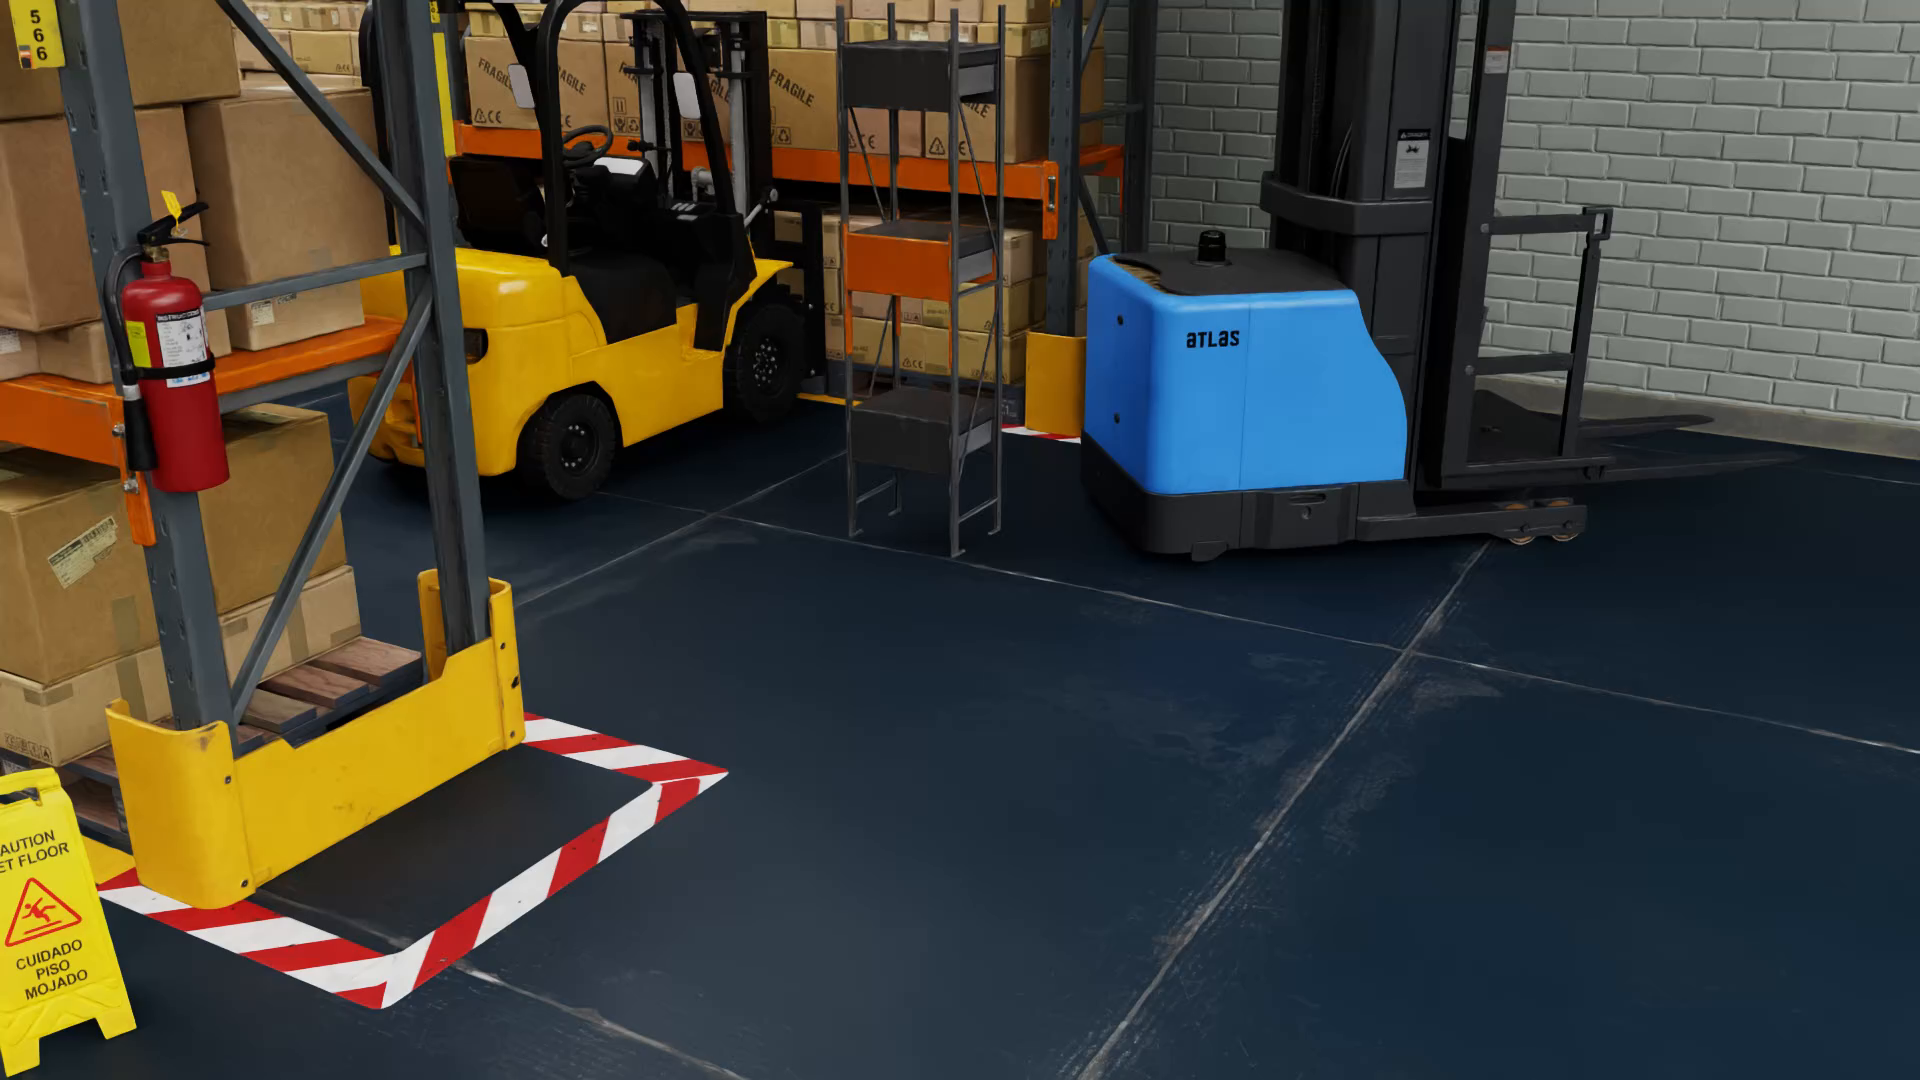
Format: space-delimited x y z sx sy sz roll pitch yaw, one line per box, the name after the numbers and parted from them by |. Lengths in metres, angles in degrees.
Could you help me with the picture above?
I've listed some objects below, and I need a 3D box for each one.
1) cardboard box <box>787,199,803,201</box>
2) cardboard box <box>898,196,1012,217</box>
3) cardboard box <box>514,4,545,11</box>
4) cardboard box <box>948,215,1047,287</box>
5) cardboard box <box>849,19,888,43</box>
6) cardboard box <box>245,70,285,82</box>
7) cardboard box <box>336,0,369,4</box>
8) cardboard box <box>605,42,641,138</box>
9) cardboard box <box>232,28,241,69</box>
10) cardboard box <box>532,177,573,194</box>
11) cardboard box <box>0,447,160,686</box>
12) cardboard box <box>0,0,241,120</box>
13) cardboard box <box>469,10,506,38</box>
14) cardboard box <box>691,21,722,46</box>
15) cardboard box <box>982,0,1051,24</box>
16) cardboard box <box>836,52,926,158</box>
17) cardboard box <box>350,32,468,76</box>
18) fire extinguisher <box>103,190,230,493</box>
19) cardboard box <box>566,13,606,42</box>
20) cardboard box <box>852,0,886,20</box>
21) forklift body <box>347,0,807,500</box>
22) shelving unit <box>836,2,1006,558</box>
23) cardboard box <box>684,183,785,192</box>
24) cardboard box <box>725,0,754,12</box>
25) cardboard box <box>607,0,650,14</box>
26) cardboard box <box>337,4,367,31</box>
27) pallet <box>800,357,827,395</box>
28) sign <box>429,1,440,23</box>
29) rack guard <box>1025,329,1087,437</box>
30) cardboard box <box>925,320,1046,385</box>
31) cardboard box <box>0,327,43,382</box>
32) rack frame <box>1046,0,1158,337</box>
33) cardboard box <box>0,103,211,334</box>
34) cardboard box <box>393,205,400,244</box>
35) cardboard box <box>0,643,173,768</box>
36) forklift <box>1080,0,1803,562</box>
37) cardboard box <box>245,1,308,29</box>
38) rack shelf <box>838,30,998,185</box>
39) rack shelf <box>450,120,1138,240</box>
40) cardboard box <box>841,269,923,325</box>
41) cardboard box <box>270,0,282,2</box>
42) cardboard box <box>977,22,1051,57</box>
-1.166 -1.733 9.194 0.500 0.250 0.500 10 22 26 | cardboard box
-0.045 -1.717 9.150 0.500 0.250 0.500 11 23 27 | cardboard box
-2.357 -3.128 9.556 0.250 0.149 0.380 11 23 28 | cardboard box
0.166 -1.482 8.503 0.500 0.250 0.500 12 23 29 | cardboard box
-0.364 -2.590 8.507 0.250 0.149 0.380 11 22 27 | cardboard box
-4.199 -2.898 10.676 0.500 0.250 0.500 11 23 28 | cardboard box
-3.838 -3.451 10.881 0.250 0.149 0.380 11 23 27 | cardboard box
-1.606 -2.519 9.264 0.500 0.500 0.500 11 22 27 | cardboard box
-4.652 -3.219 10.826 0.500 0.250 0.500 11 23 28 | cardboard box
-2.502 -1.990 9.902 0.500 0.250 0.500 10 22 26 | cardboard box
-2.524 0.042 4.668 0.500 0.500 0.500 11 23 28 | cardboard box
-2.249 -1.322 4.062 0.500 0.500 0.700 10 22 26 | cardboard box
-2.622 -3.010 9.665 0.250 0.149 0.380 10 22 26 | cardboard box
-1.281 -2.747 8.940 0.250 0.149 0.380 10 22 26 | cardboard box
0.305 -2.612 8.134 0.250 0.149 0.380 11 23 27 | cardboard box
-0.286 -2.264 8.560 0.500 0.500 0.500 12 23 29 | cardboard box
-3.325 -2.959 10.111 0.500 0.250 0.500 10 22 26 | cardboard box
-1.822 -0.453 3.828 0.183 0.674 0.296 11 23 27 | fire extinguisher
-1.974 -2.869 9.277 0.250 0.149 0.380 11 23 28 | cardboard box
-0.348 -2.743 8.494 0.250 0.149 0.380 11 23 28 | cardboard box
-1.825 -1.497 7.838 1.214 2.155 2.313 11 23 27 | forklift body
-0.145 -1.015 6.583 0.503 2.100 0.431 11 23 27 | shelving unit
-1.363 -1.972 9.852 0.500 0.250 0.500 11 23 28 | cardboard box
-1.037 -2.866 8.832 0.250 0.149 0.380 11 23 28 | cardboard box
-1.724 -2.975 9.132 0.250 0.149 0.380 10 22 26 | cardboard box
-3.600 -3.226 10.260 0.250 0.149 0.380 11 23 27 | cardboard box
-1.029 -1.131 9.673 1.213 0.211 1.003 11 23 27 | pallet
-3.028 -3.133 9.521 0.005 0.325 0.100 11 23 27 | sign
0.741 -0.945 8.736 0.348 0.500 1.175 11 23 27 | rack guard
0.156 -1.013 8.675 0.500 0.250 0.500 11 23 28 | cardboard box
-2.403 -0.535 4.310 0.250 0.149 0.380 10 22 27 | cardboard box
0.721 -2.124 8.321 0.127 3.000 1.000 11 23 27 | rack frame
-2.305 -0.841 4.201 0.500 0.500 0.500 10 22 26 | cardboard box
-3.233 -1.954 10.718 0.625 0.625 0.875 12 23 30 | cardboard box
-2.555 0.391 4.804 0.500 0.250 0.500 11 23 27 | cardboard box
2.102 -1.531 6.786 3.031 2.935 1.130 -4 20 -11 | forklift
-4.308 -3.335 10.563 0.250 0.149 0.380 11 23 28 | cardboard box
-0.145 -1.660 6.349 0.480 0.518 0.431 11 23 27 | rack shelf
-1.026 -2.118 9.361 4.000 0.370 1.077 11 23 27 | rack shelf
-0.289 -1.338 8.839 0.500 0.250 0.500 11 22 27 | cardboard box
-4.531 -3.563 11.190 0.250 0.149 0.380 12 23 29 | cardboard box
0.281 -2.450 8.122 0.250 0.149 0.380 11 23 28 | cardboard box
